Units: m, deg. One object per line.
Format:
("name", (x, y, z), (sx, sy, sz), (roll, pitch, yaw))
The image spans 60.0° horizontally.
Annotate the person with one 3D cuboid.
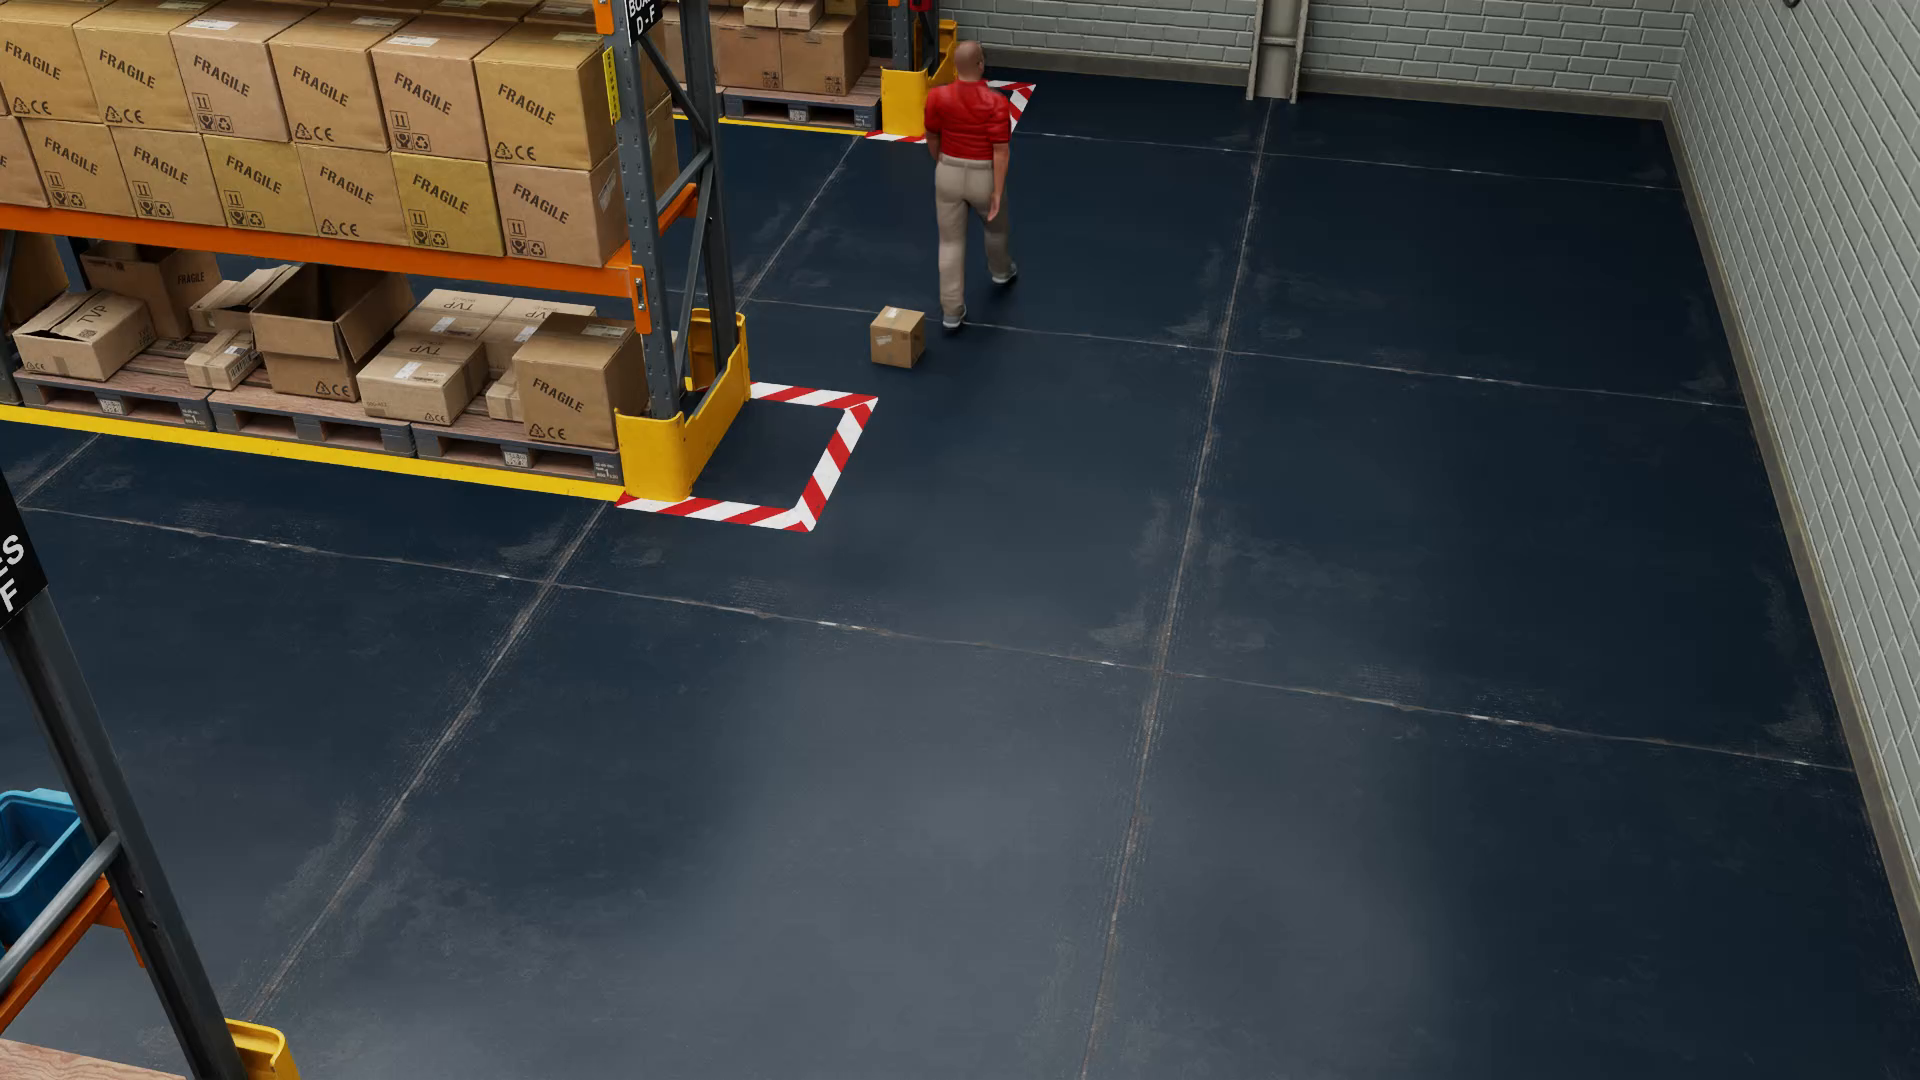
("person", (0.054, -2.187, 9.868), (0.538, 1.611, 0.764), (7, 37, 9))
